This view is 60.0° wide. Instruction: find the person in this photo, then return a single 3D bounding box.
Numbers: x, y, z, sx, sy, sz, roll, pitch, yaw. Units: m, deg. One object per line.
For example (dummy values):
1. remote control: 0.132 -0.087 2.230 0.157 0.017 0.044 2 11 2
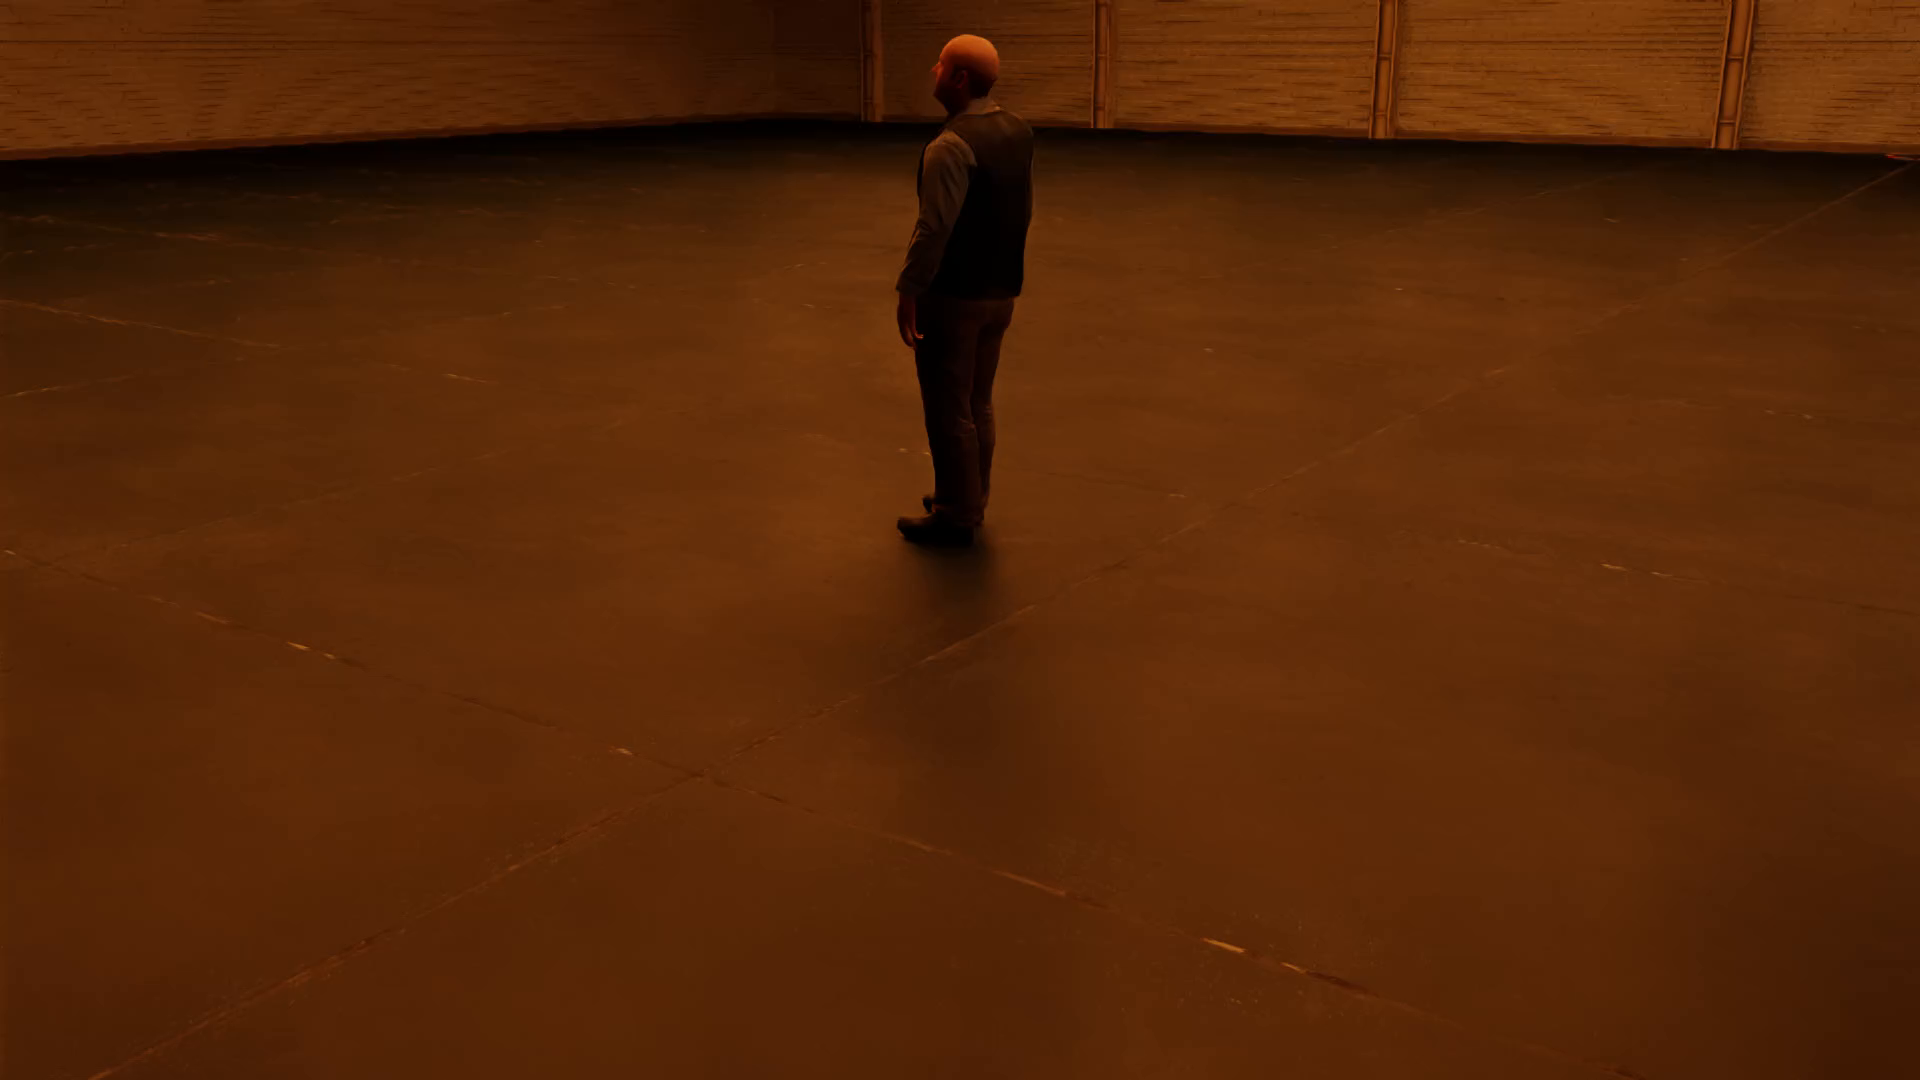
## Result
1. person: -0.047 -0.844 5.740 0.567 1.720 0.632 11 20 33
